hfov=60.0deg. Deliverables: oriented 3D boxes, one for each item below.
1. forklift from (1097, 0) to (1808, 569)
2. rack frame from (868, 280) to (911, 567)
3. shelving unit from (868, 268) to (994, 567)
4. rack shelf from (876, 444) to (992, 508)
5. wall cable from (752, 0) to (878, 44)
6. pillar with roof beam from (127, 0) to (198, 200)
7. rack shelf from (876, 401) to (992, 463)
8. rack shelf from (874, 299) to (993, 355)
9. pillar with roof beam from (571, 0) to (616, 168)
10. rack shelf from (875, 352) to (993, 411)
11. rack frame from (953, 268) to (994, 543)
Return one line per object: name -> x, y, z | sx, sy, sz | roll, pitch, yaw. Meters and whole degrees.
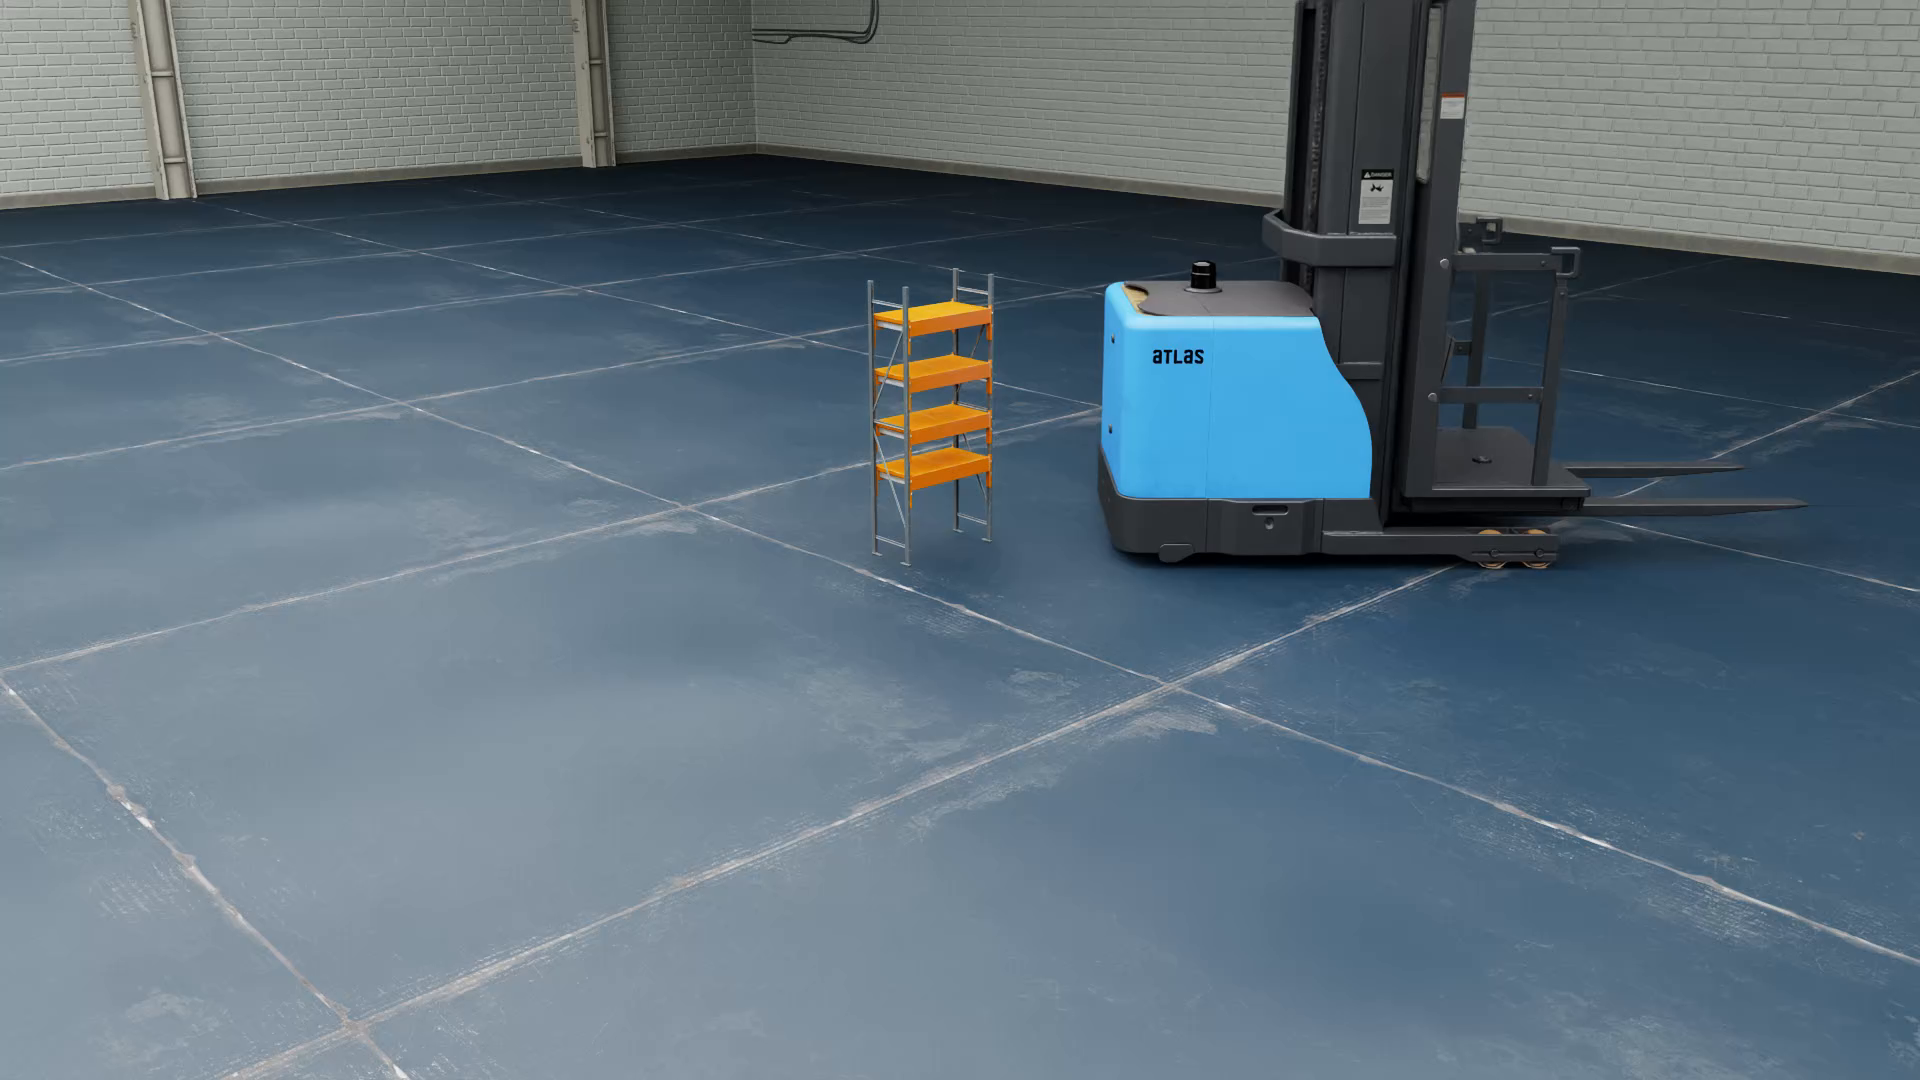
forklift -> 2.177, -1.434, 7.155 | 3.031, 2.935, 1.130 | 0, 18, 0
rack frame -> -0.298, -0.484, 7.032 | 0.015, 1.200, 0.240 | -16, 24, -41
shelving unit -> -0.120, -0.536, 7.191 | 0.503, 1.200, 0.258 | -16, 24, -41
rack shelf -> -0.120, -0.283, 7.273 | 0.480, 0.148, 0.258 | -16, 24, -41
wall cable -> -2.255, -8.628, 24.541 | 0.112, 2.526, 3.097 | -16, 24, -41
pillar with roof beam -> -6.706, -7.541, 16.154 | 0.400, 9.000, 9.100 | -16, 24, -41
rack shelf -> -0.120, -0.472, 7.212 | 0.480, 0.148, 0.258 | -16, 24, -41
rack shelf -> -0.120, -0.909, 7.070 | 0.480, 0.148, 0.258 | -16, 24, -41
pillar with roof beam -> -2.346, -8.813, 20.075 | 0.400, 9.000, 9.100 | -16, 24, -41
rack shelf -> -0.120, -0.684, 7.143 | 0.480, 0.148, 0.258 | -16, 24, -41
rack frame -> 0.057, -0.587, 7.351 | 0.015, 1.200, 0.240 | -16, 24, -41
